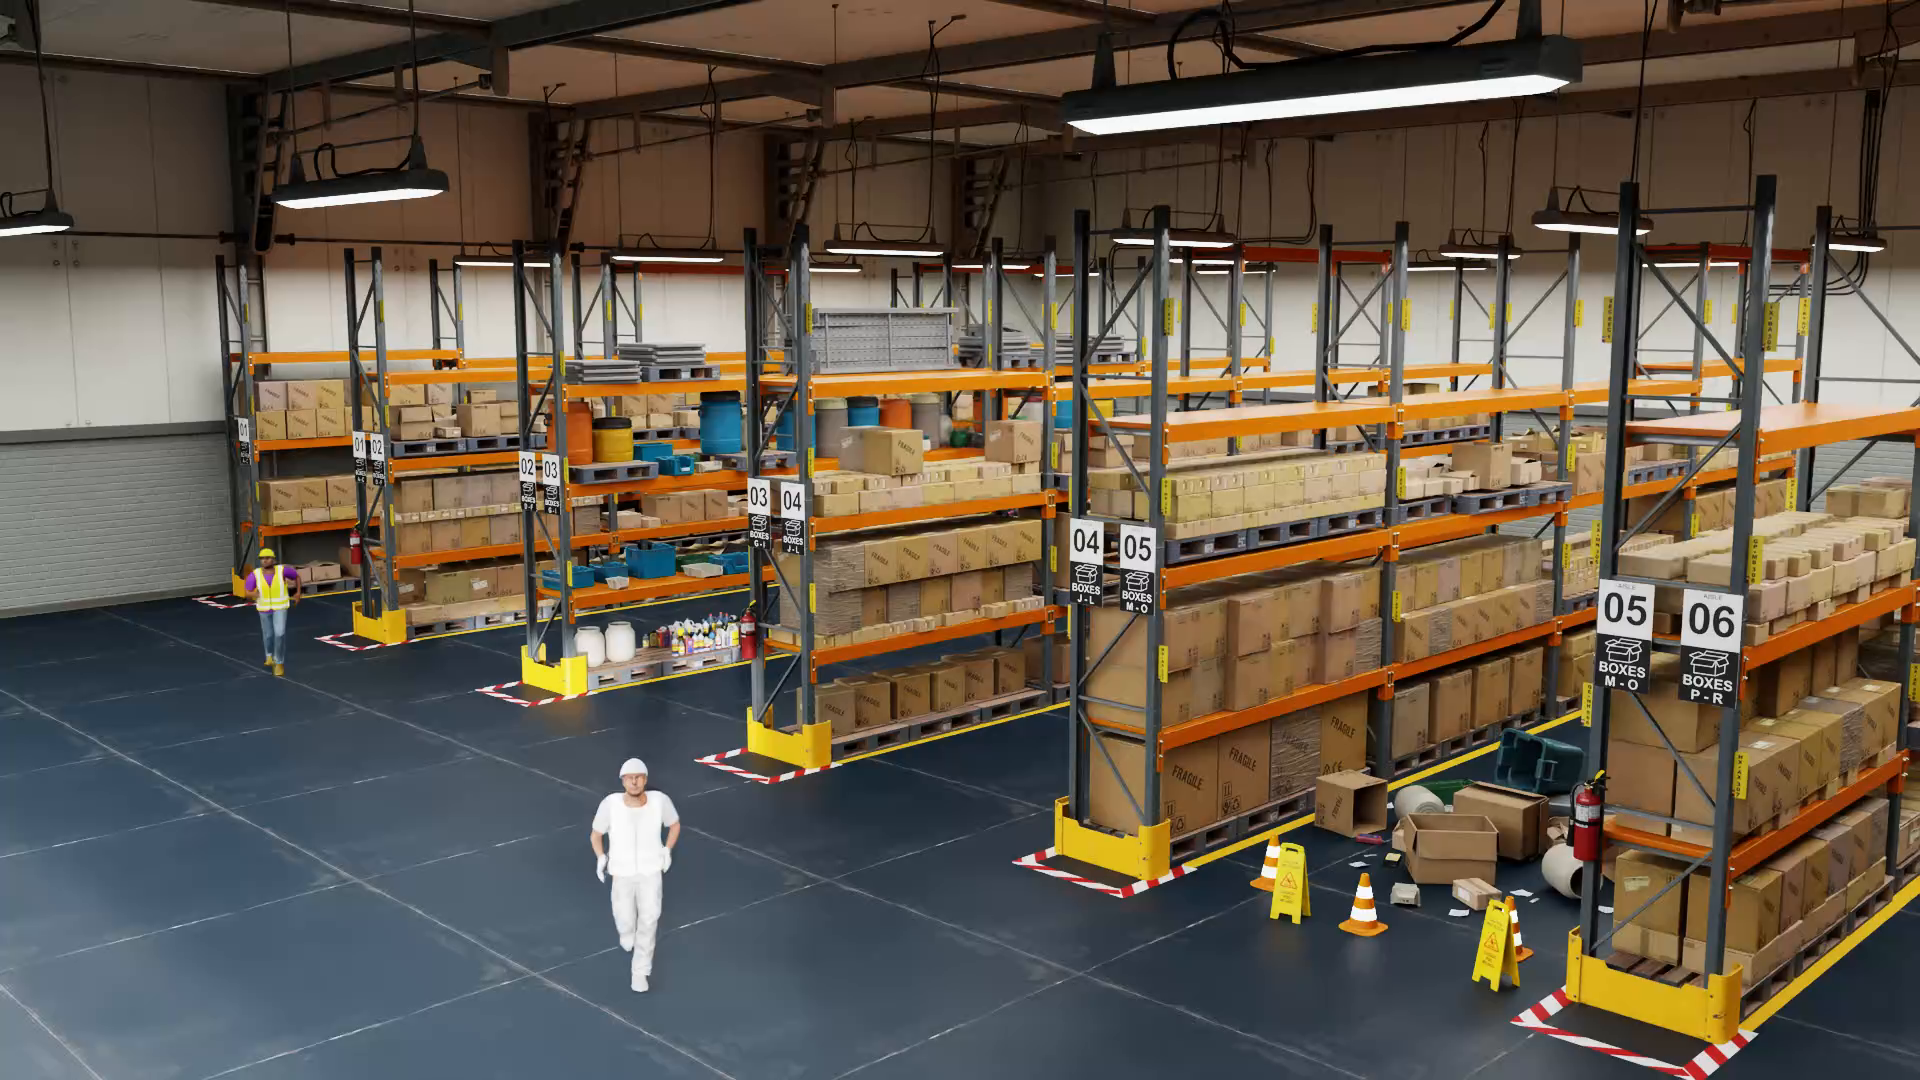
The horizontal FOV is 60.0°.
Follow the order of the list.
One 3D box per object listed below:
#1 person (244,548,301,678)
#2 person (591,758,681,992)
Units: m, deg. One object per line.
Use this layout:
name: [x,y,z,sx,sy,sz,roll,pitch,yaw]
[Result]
person: [-9.628,1.000,23.333,0.708,1.810,0.896,-2,8,-14]
person: [-2.471,2.518,12.744,0.683,1.743,0.689,-2,8,-13]
